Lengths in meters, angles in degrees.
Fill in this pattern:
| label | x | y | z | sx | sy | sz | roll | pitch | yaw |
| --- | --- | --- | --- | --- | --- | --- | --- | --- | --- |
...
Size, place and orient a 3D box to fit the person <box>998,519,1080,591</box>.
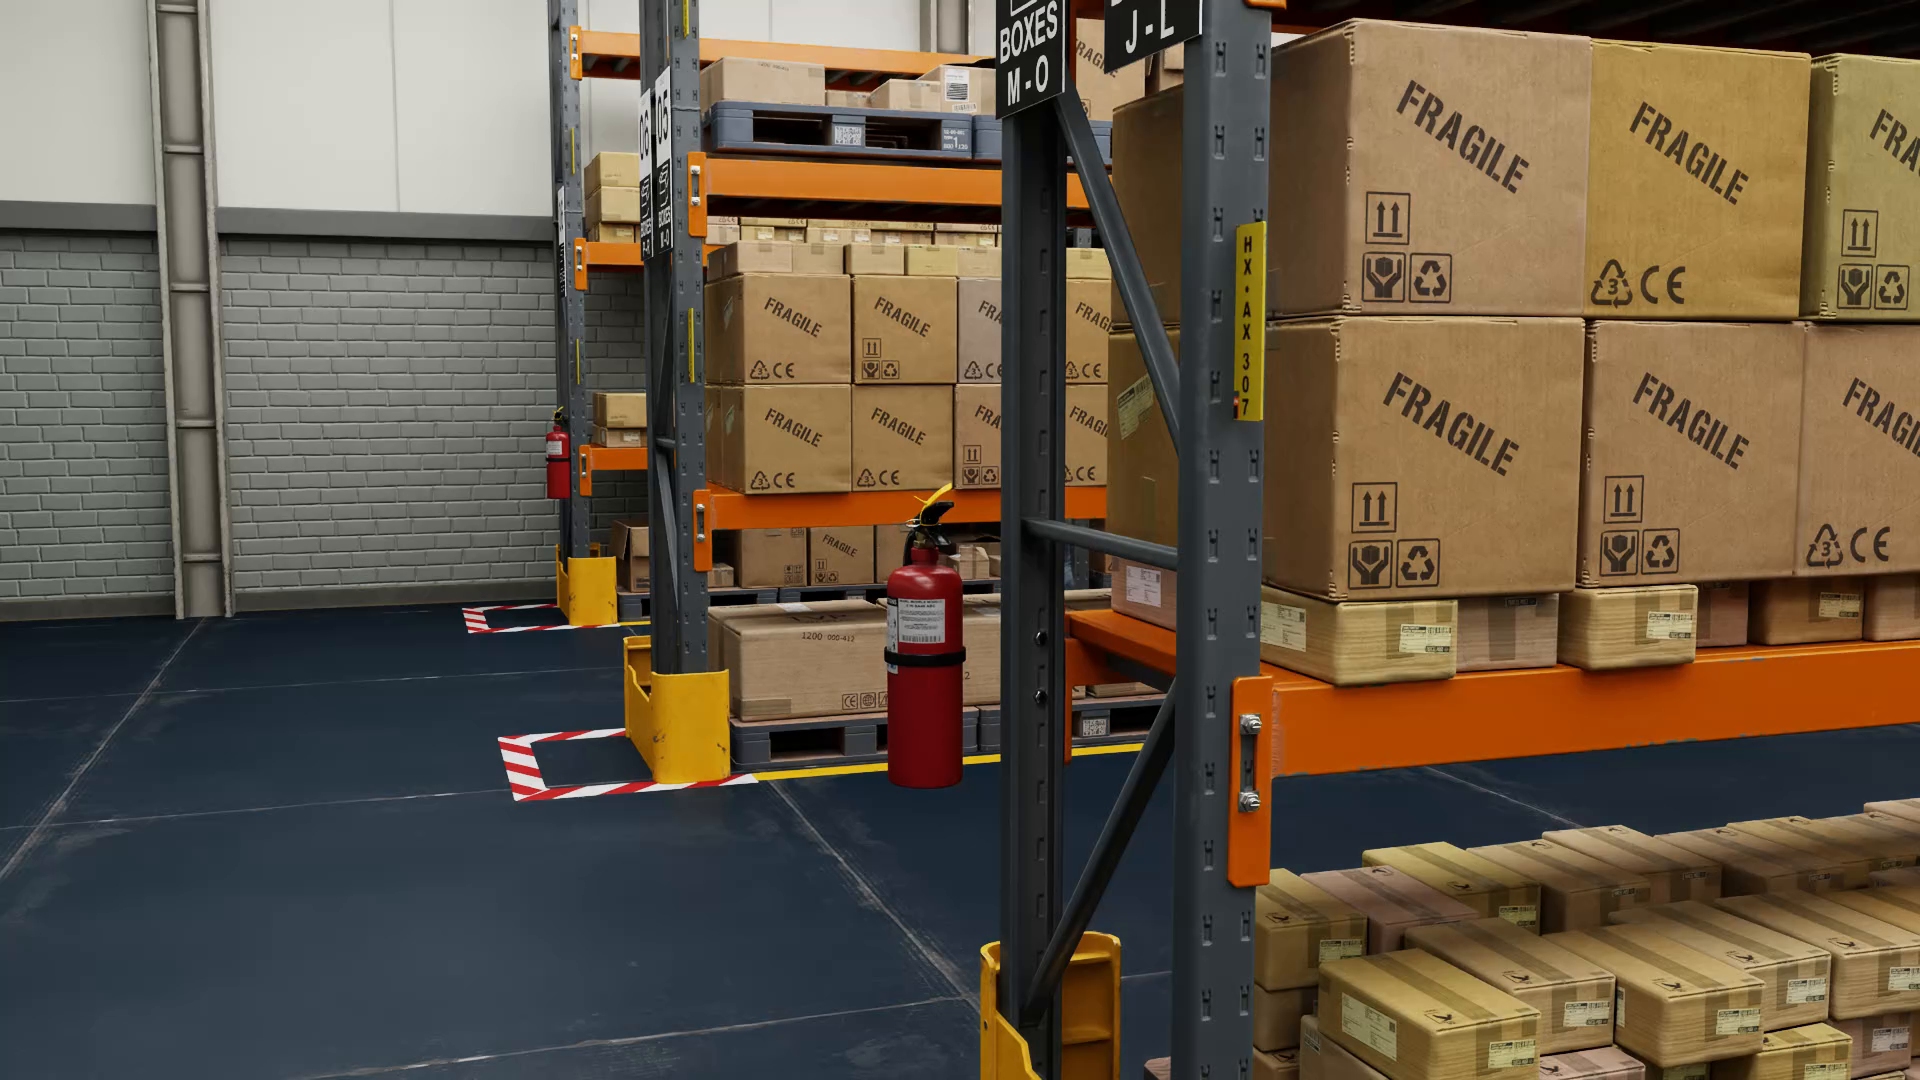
| label | x | y | z | sx | sy | sz | roll | pitch | yaw |
| --- | --- | --- | --- | --- | --- | --- | --- | --- | --- |
| person | 0.566 | -0.145 | 11.848 | 0.613 | 1.633 | 0.577 | -2 | 6 | -18 |
